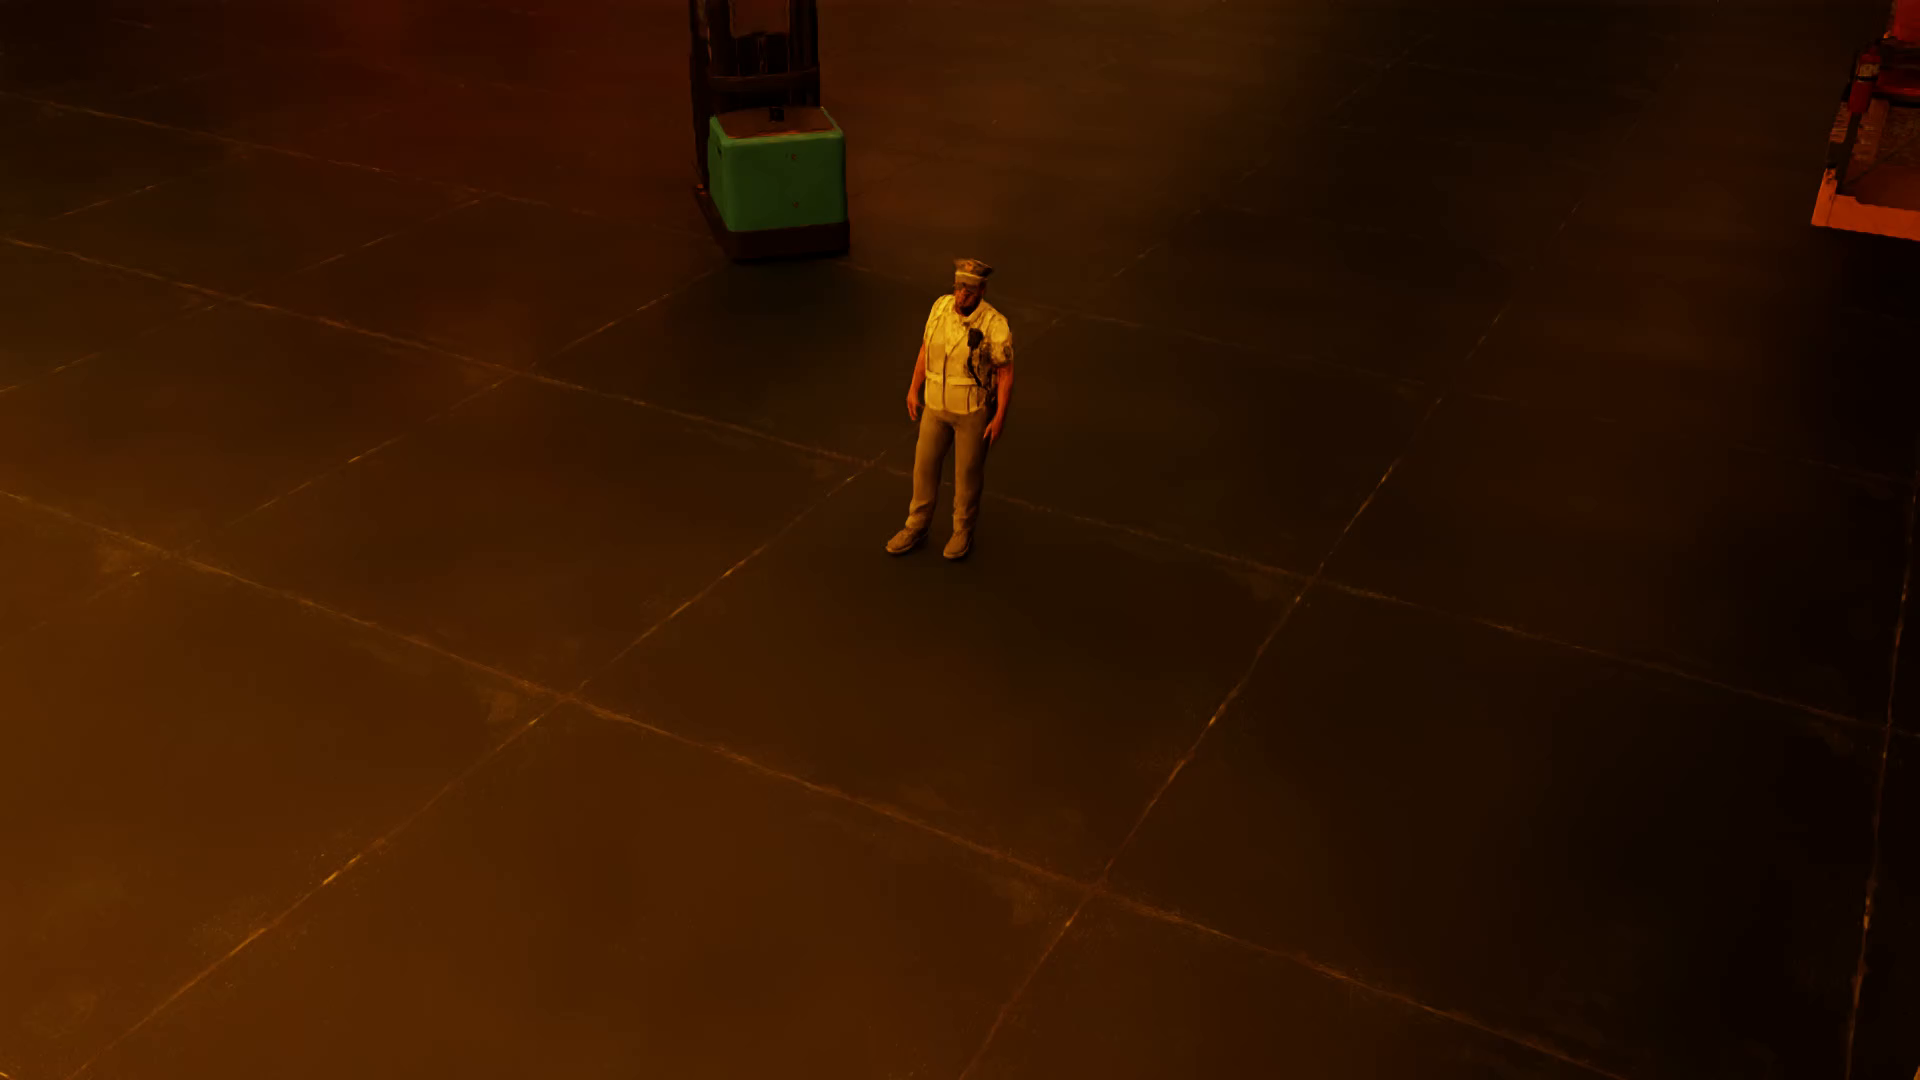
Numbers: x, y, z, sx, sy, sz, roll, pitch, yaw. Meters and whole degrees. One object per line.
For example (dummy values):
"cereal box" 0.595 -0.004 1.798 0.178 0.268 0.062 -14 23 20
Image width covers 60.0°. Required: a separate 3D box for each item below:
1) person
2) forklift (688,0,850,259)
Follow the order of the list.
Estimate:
"person" -0.048 -0.748 9.499 0.640 1.781 0.574 15 33 25
"forklift" -1.841 -4.349 14.606 1.130 2.935 3.031 -8 31 -14
